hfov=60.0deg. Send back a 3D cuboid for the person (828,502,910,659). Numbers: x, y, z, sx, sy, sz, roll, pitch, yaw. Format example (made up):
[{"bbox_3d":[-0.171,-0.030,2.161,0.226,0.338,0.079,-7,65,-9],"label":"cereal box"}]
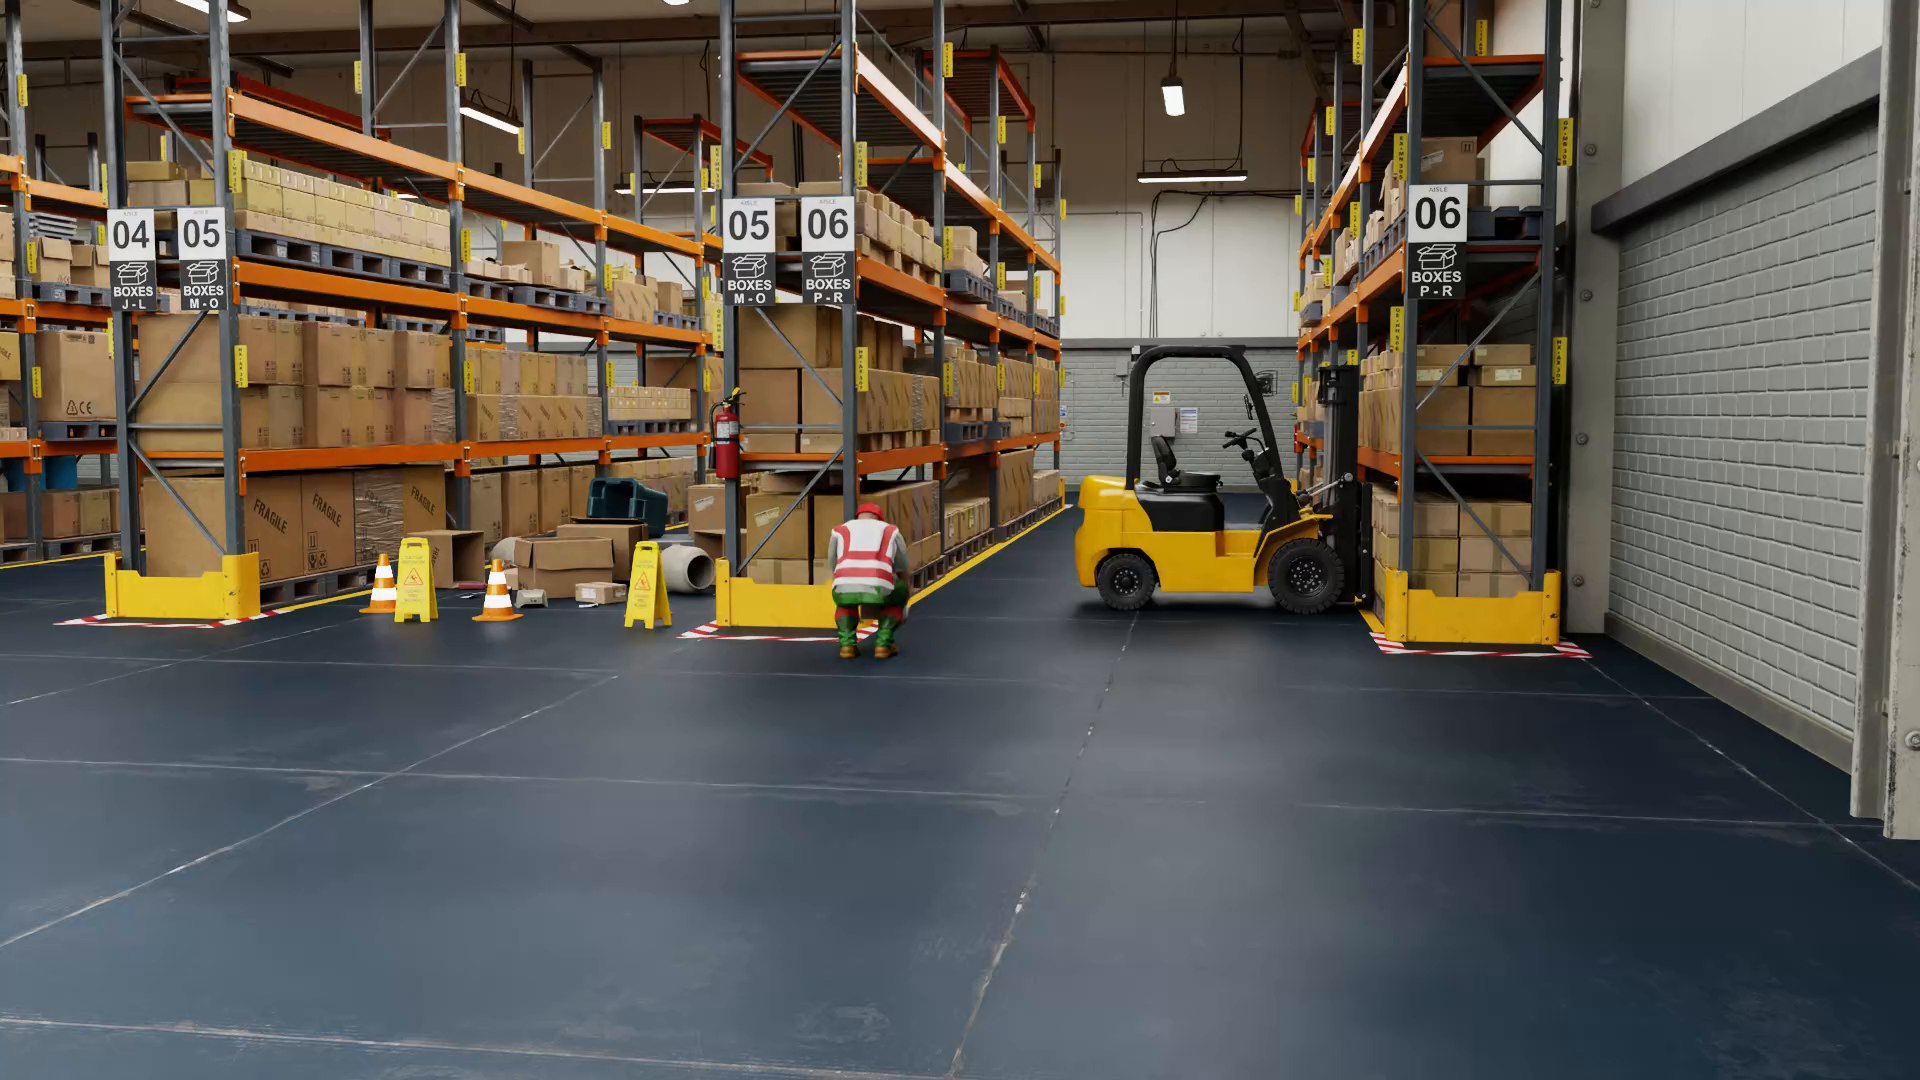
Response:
[{"bbox_3d":[-0.627,0.264,11.135,0.567,1.006,0.884,1,4,9],"label":"person"}]
